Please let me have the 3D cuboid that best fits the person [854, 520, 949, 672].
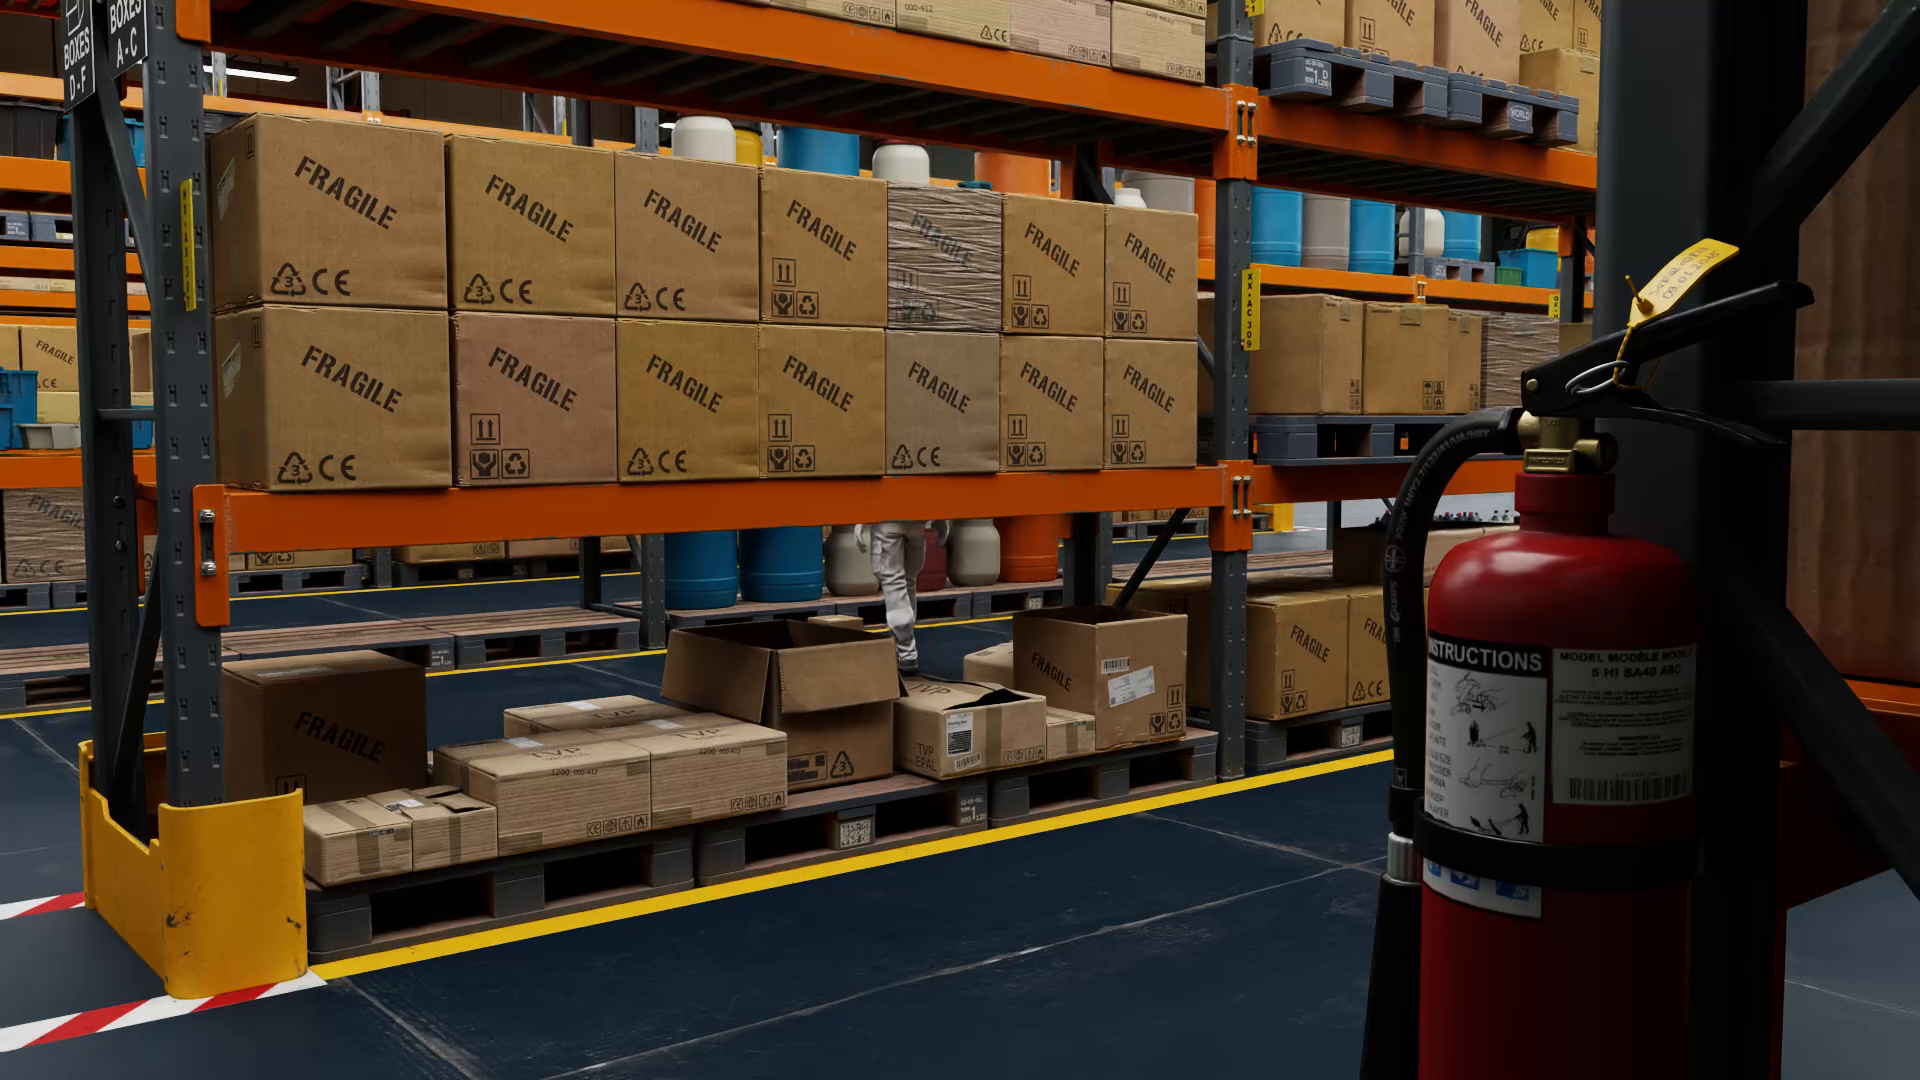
[{"bbox_3d":[-0.402,-0.125,9.951,0.589,1.774,0.763,-2,5,-26],"label":"person"}]
